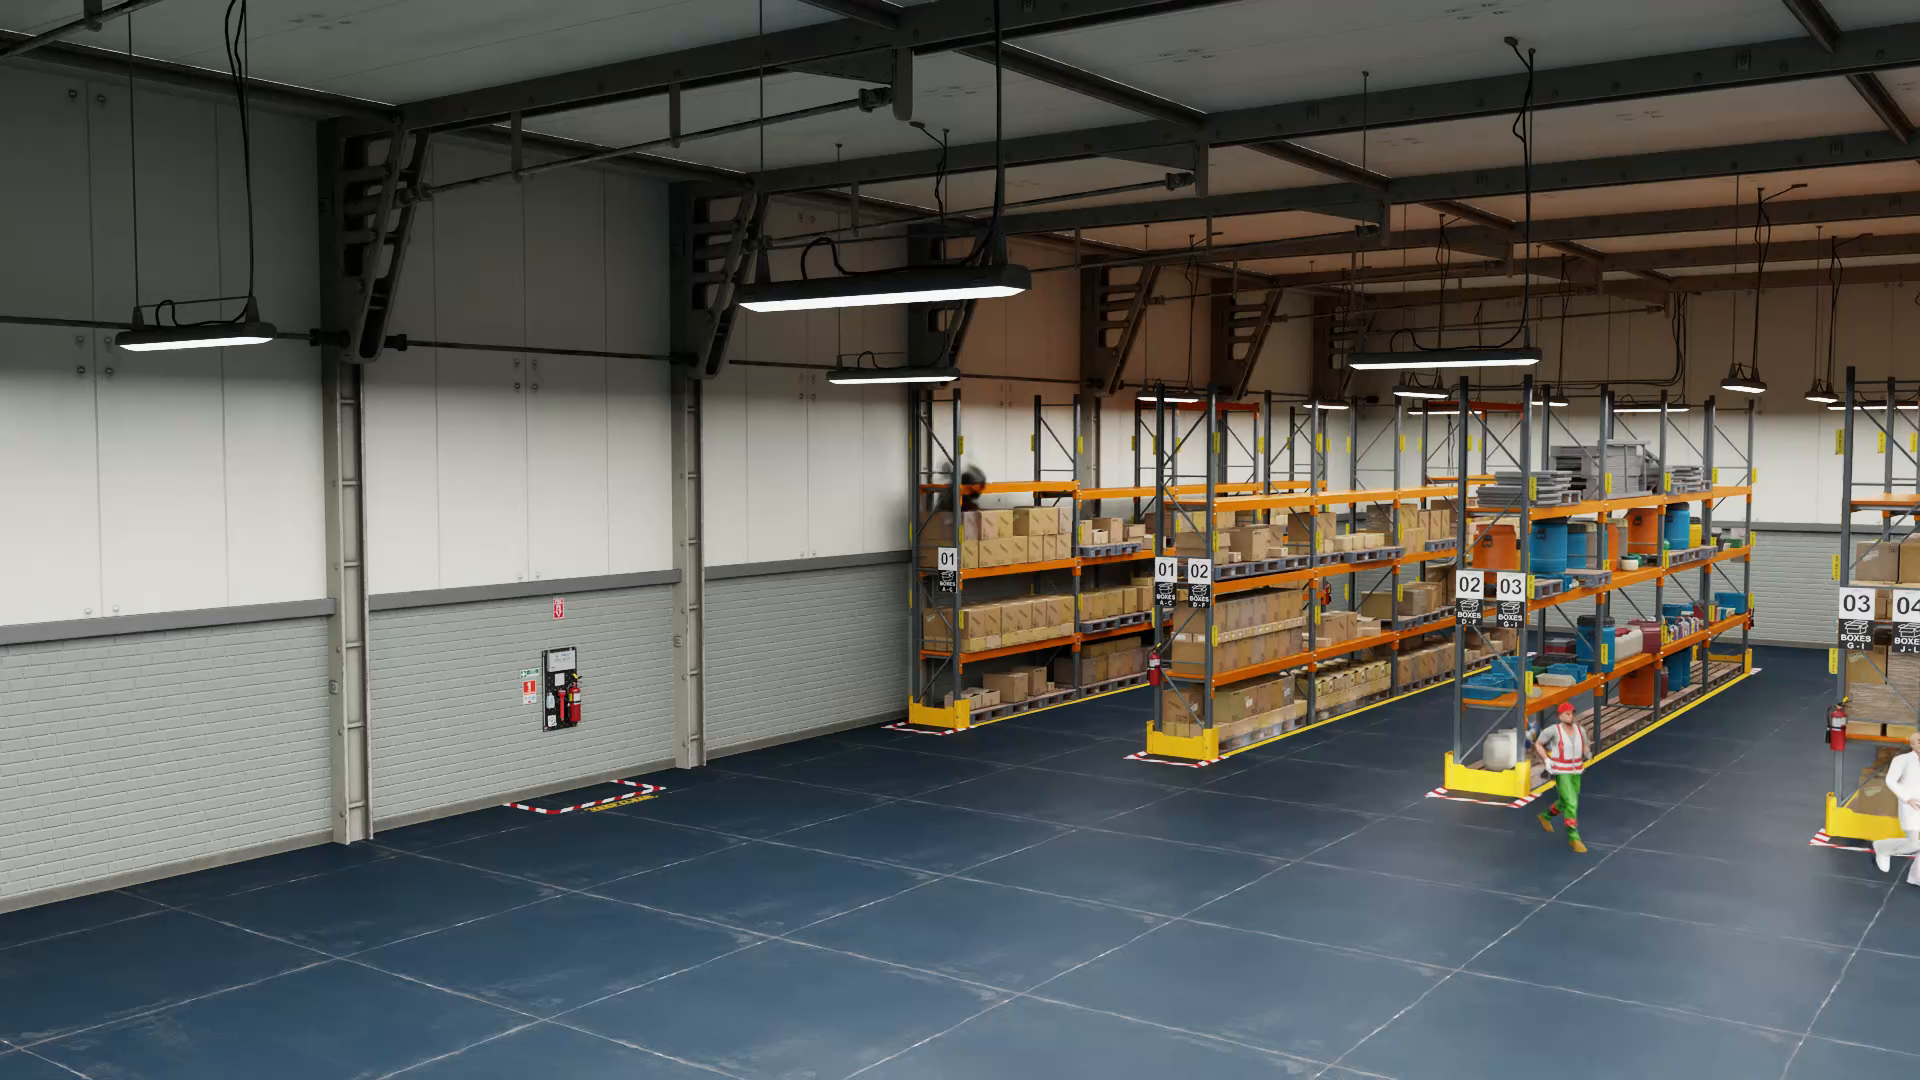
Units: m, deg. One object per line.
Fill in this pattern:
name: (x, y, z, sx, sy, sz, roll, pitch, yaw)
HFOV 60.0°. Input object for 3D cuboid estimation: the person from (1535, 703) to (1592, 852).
person: (7.580, 2.921, 20.801, 0.638, 1.796, 0.923, -1, 3, -17)

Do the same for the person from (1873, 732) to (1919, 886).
person: (10.886, 3.057, 18.984, 0.712, 1.760, 0.744, -1, 3, -15)
